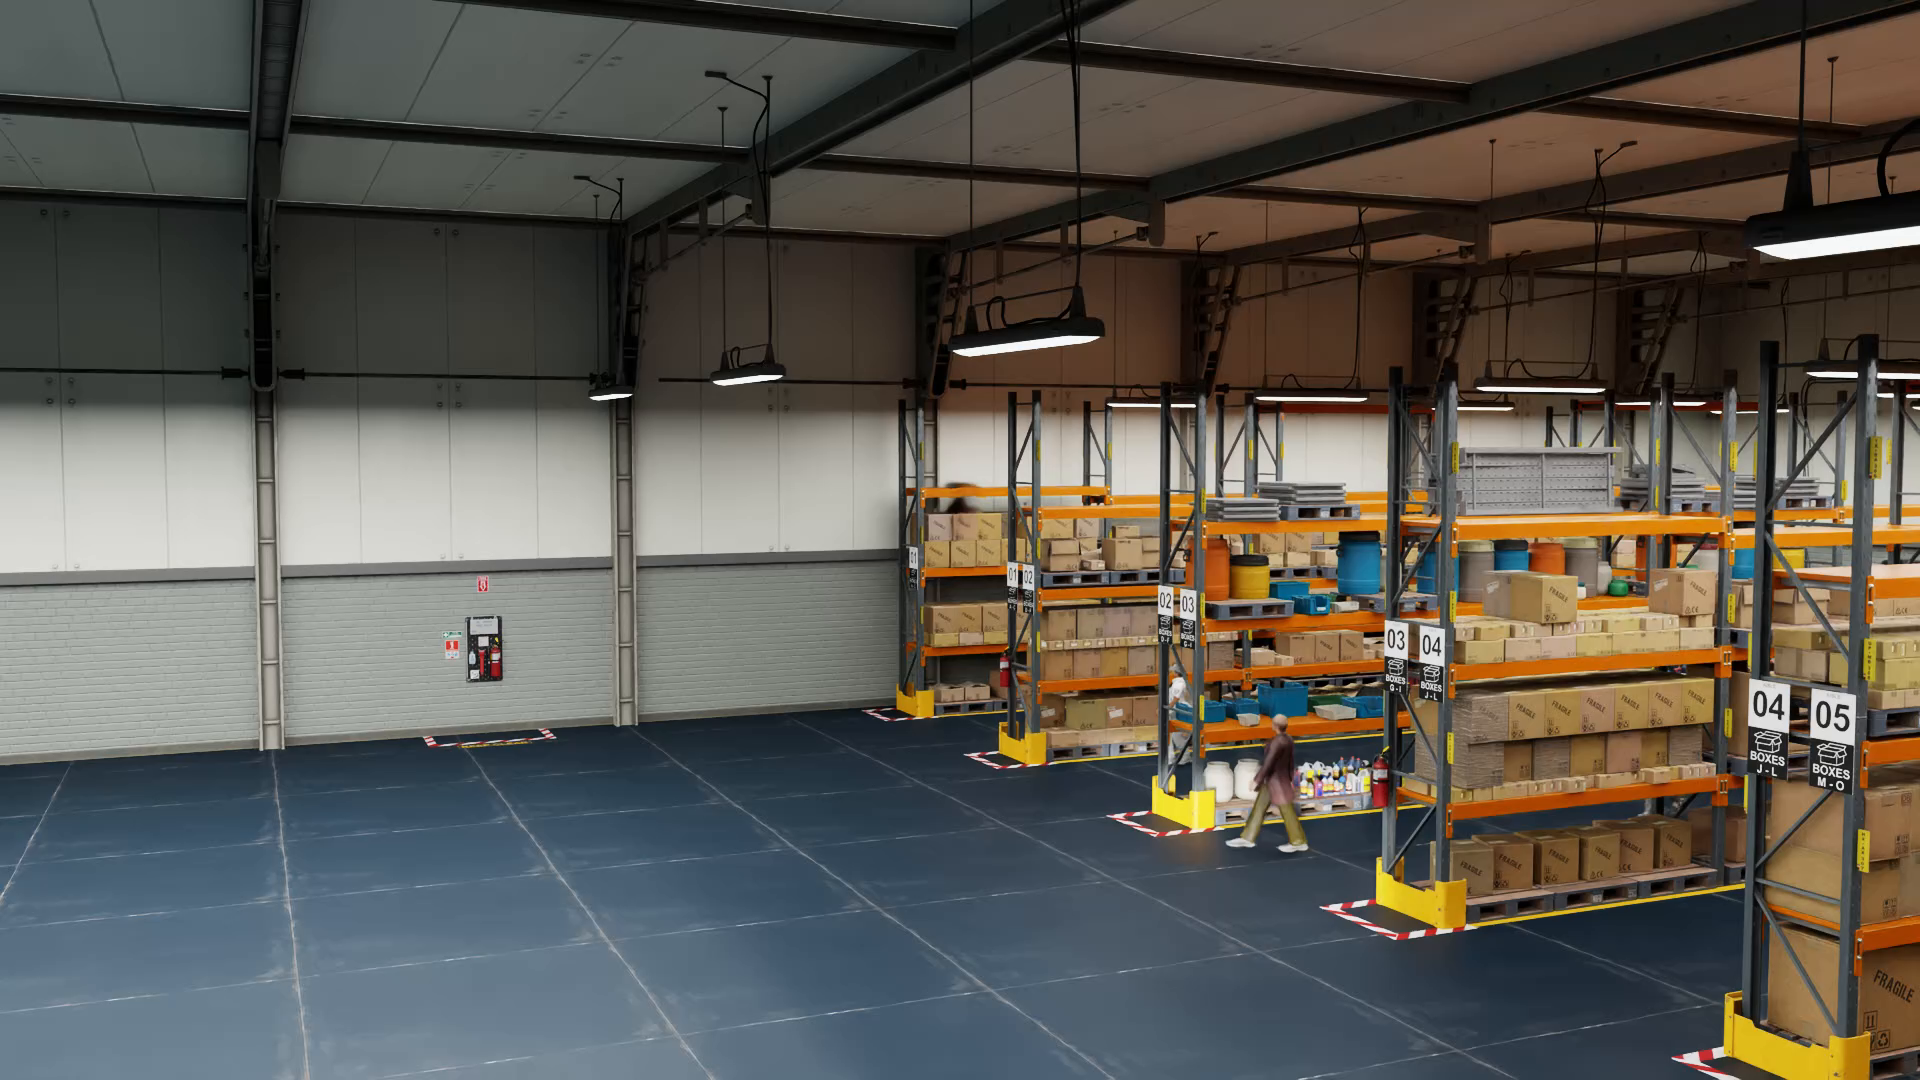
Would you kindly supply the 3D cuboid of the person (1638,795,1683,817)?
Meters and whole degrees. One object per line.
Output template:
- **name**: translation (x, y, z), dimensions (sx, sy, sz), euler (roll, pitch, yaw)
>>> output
- **person**: translation (9.594, 3.144, 22.811), dimensions (0.674, 1.335, 0.386), euler (-2, 4, -31)

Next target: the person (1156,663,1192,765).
- **person**: translation (3.408, 2.824, 26.597), dimensions (0.623, 1.719, 0.498), euler (-1, 3, -17)

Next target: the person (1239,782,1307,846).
- **person**: translation (3.952, 3.357, 20.906), dimensions (0.819, 0.963, 0.415), euler (0, 3, -1)
